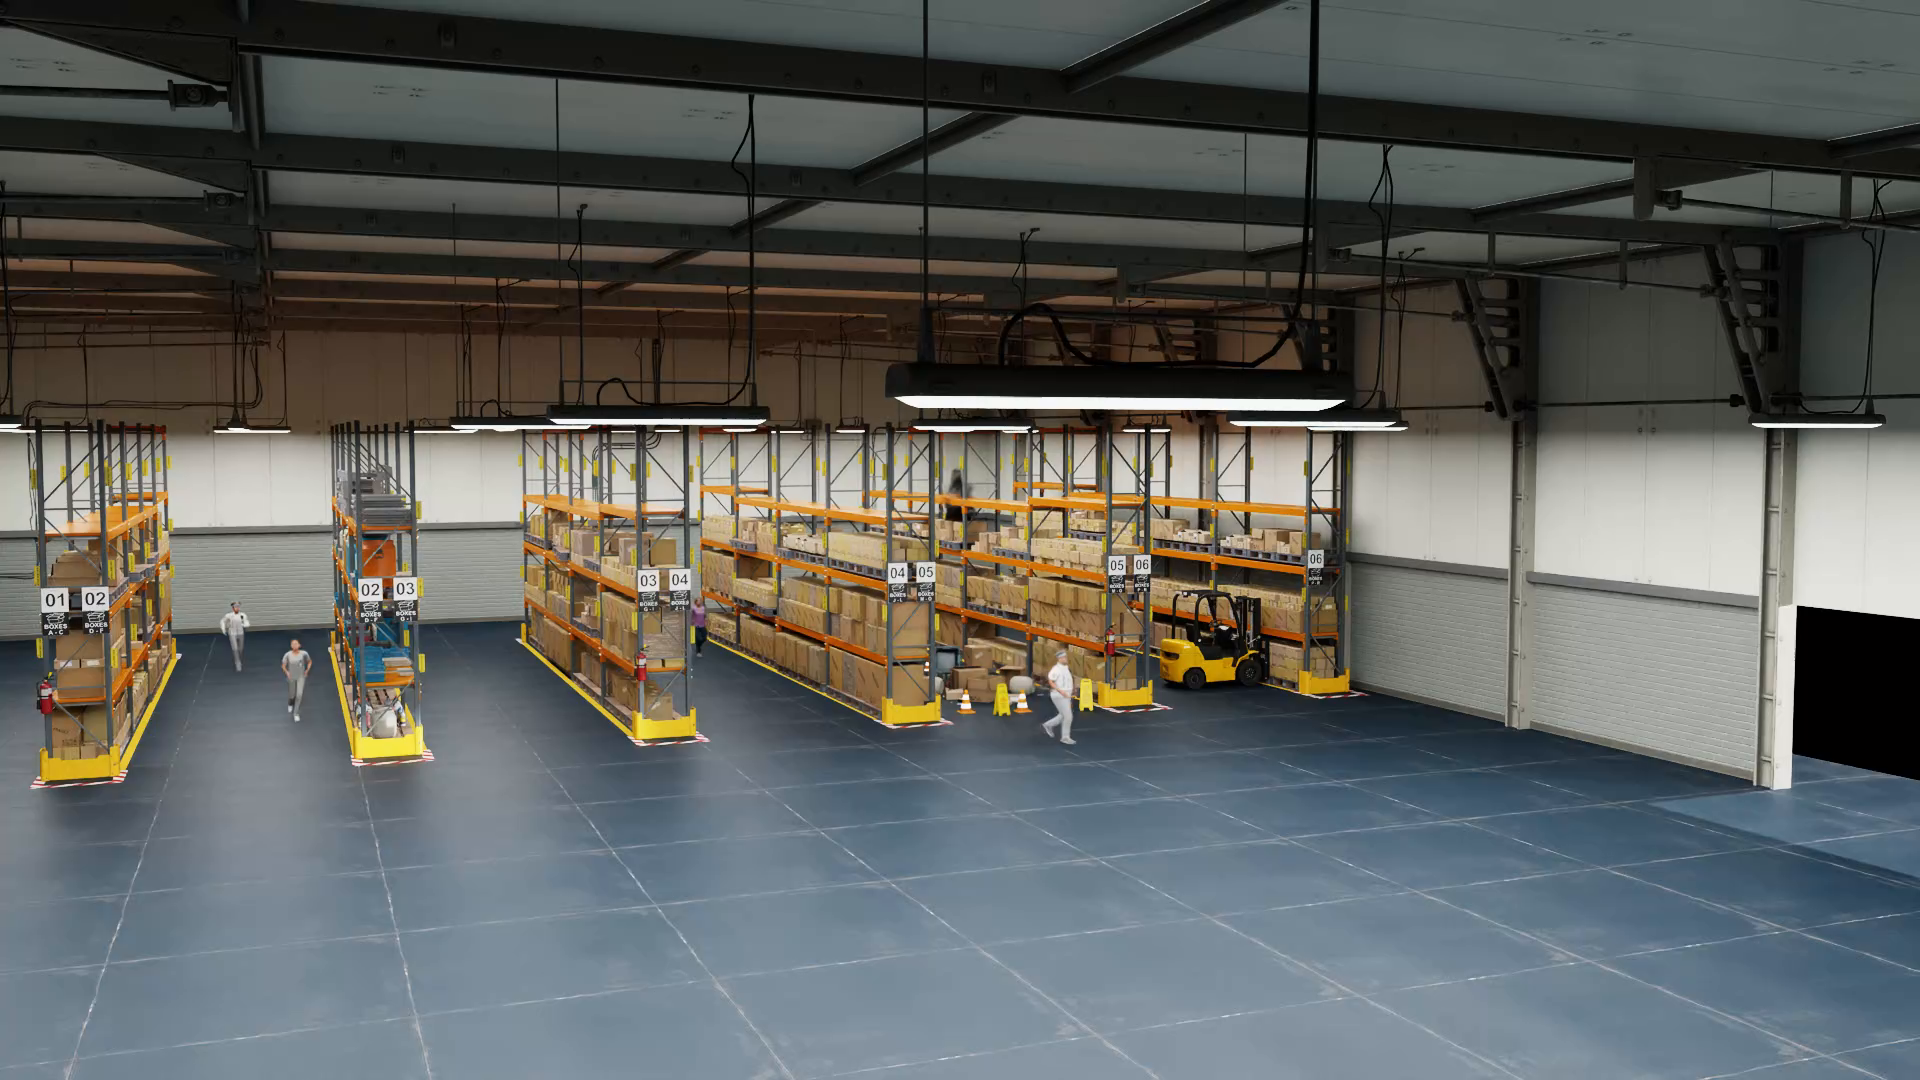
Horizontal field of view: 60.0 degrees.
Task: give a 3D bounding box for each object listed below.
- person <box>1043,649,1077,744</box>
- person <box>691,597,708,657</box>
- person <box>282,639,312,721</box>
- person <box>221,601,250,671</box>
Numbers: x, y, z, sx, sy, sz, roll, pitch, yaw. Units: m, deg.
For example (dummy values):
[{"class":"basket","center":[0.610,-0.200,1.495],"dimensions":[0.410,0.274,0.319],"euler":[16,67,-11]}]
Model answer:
[{"class":"person","center":[1.847,2.914,31.024],"dimensions":[0.710,1.763,0.672],"euler":[1,4,21]},{"class":"person","center":[-6.766,2.254,43.100],"dimensions":[0.532,1.551,0.559],"euler":[-2,4,-23]},{"class":"person","center":[-13.421,2.810,33.683],"dimensions":[0.572,1.652,0.722],"euler":[-1,4,-22]},{"class":"person","center":[-17.624,2.321,40.534],"dimensions":[0.628,1.654,0.989],"euler":[-2,4,-35]}]
